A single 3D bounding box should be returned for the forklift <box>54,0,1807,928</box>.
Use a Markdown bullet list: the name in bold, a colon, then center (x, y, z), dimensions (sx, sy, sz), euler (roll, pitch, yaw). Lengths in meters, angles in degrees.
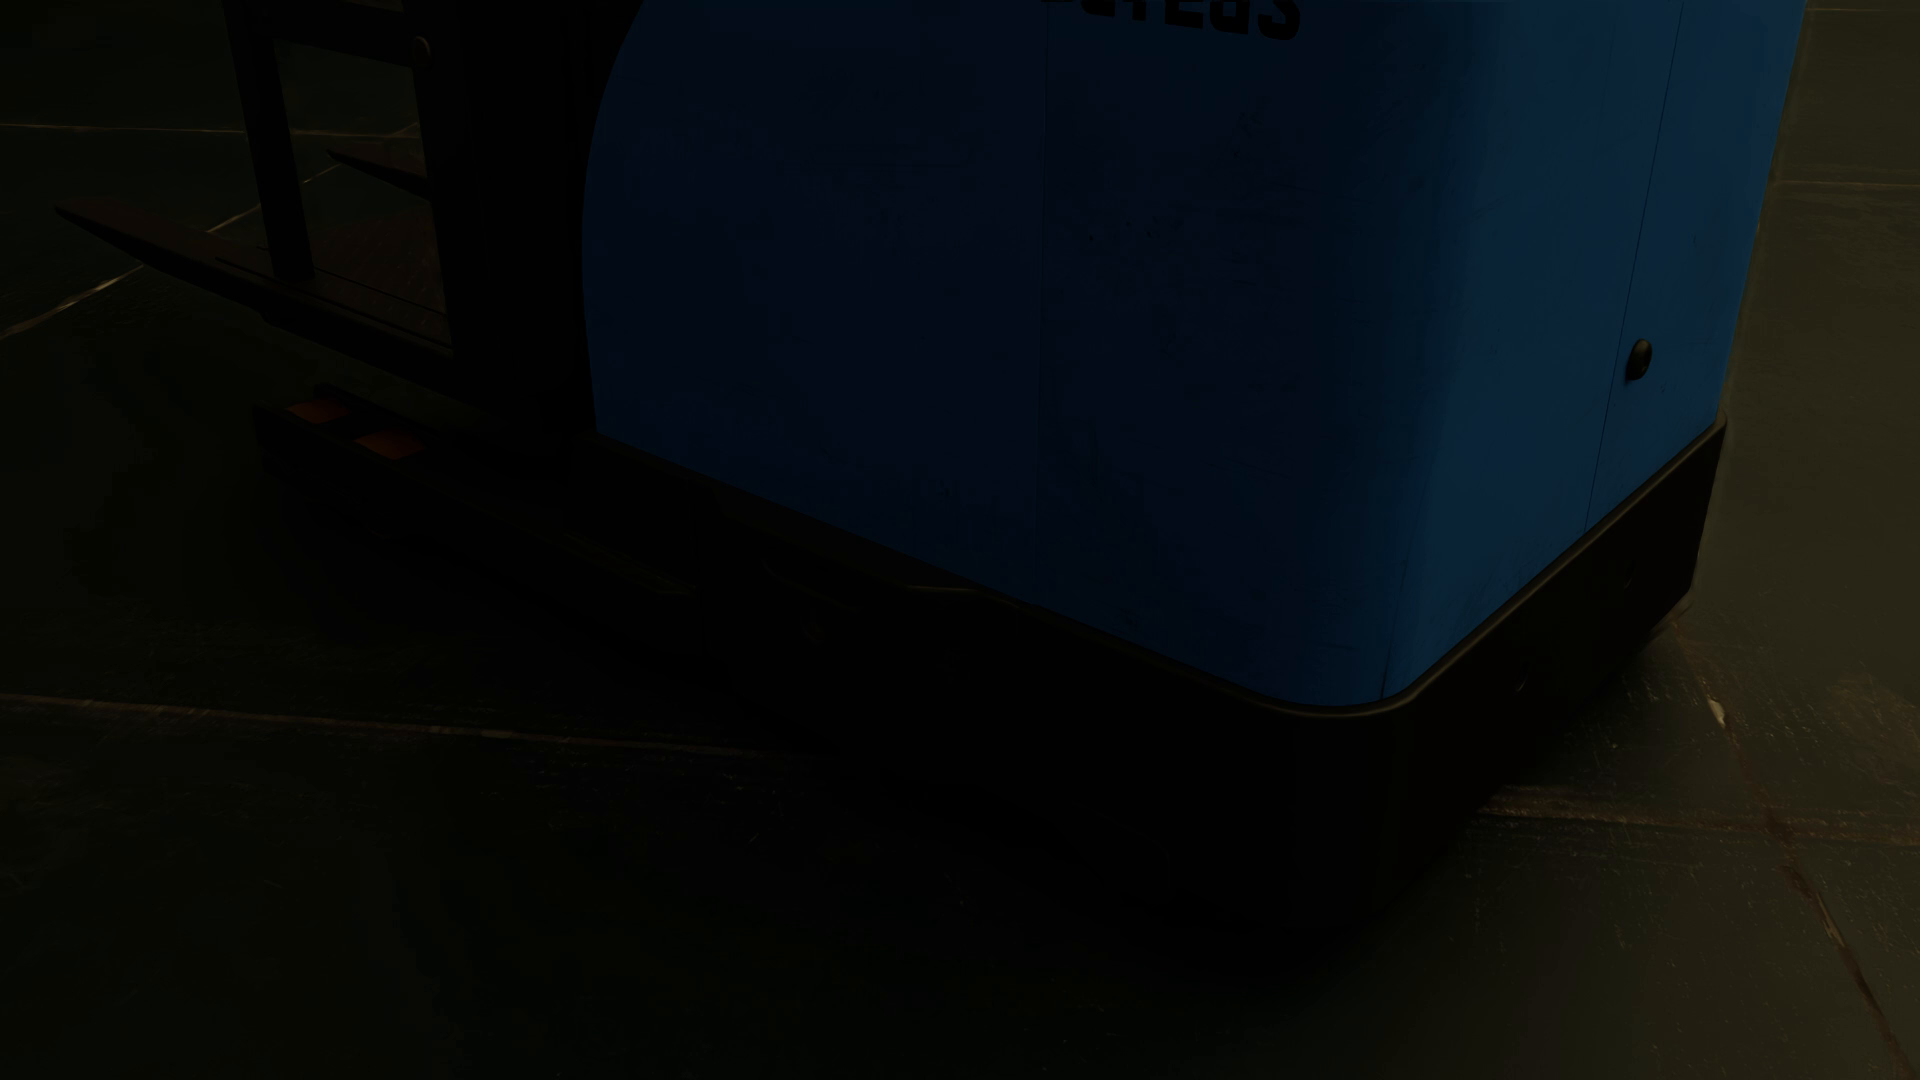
- **forklift**: center (-0.467, -1.471, 2.165), dimensions (3.031, 2.935, 1.130), euler (21, 33, 35)
